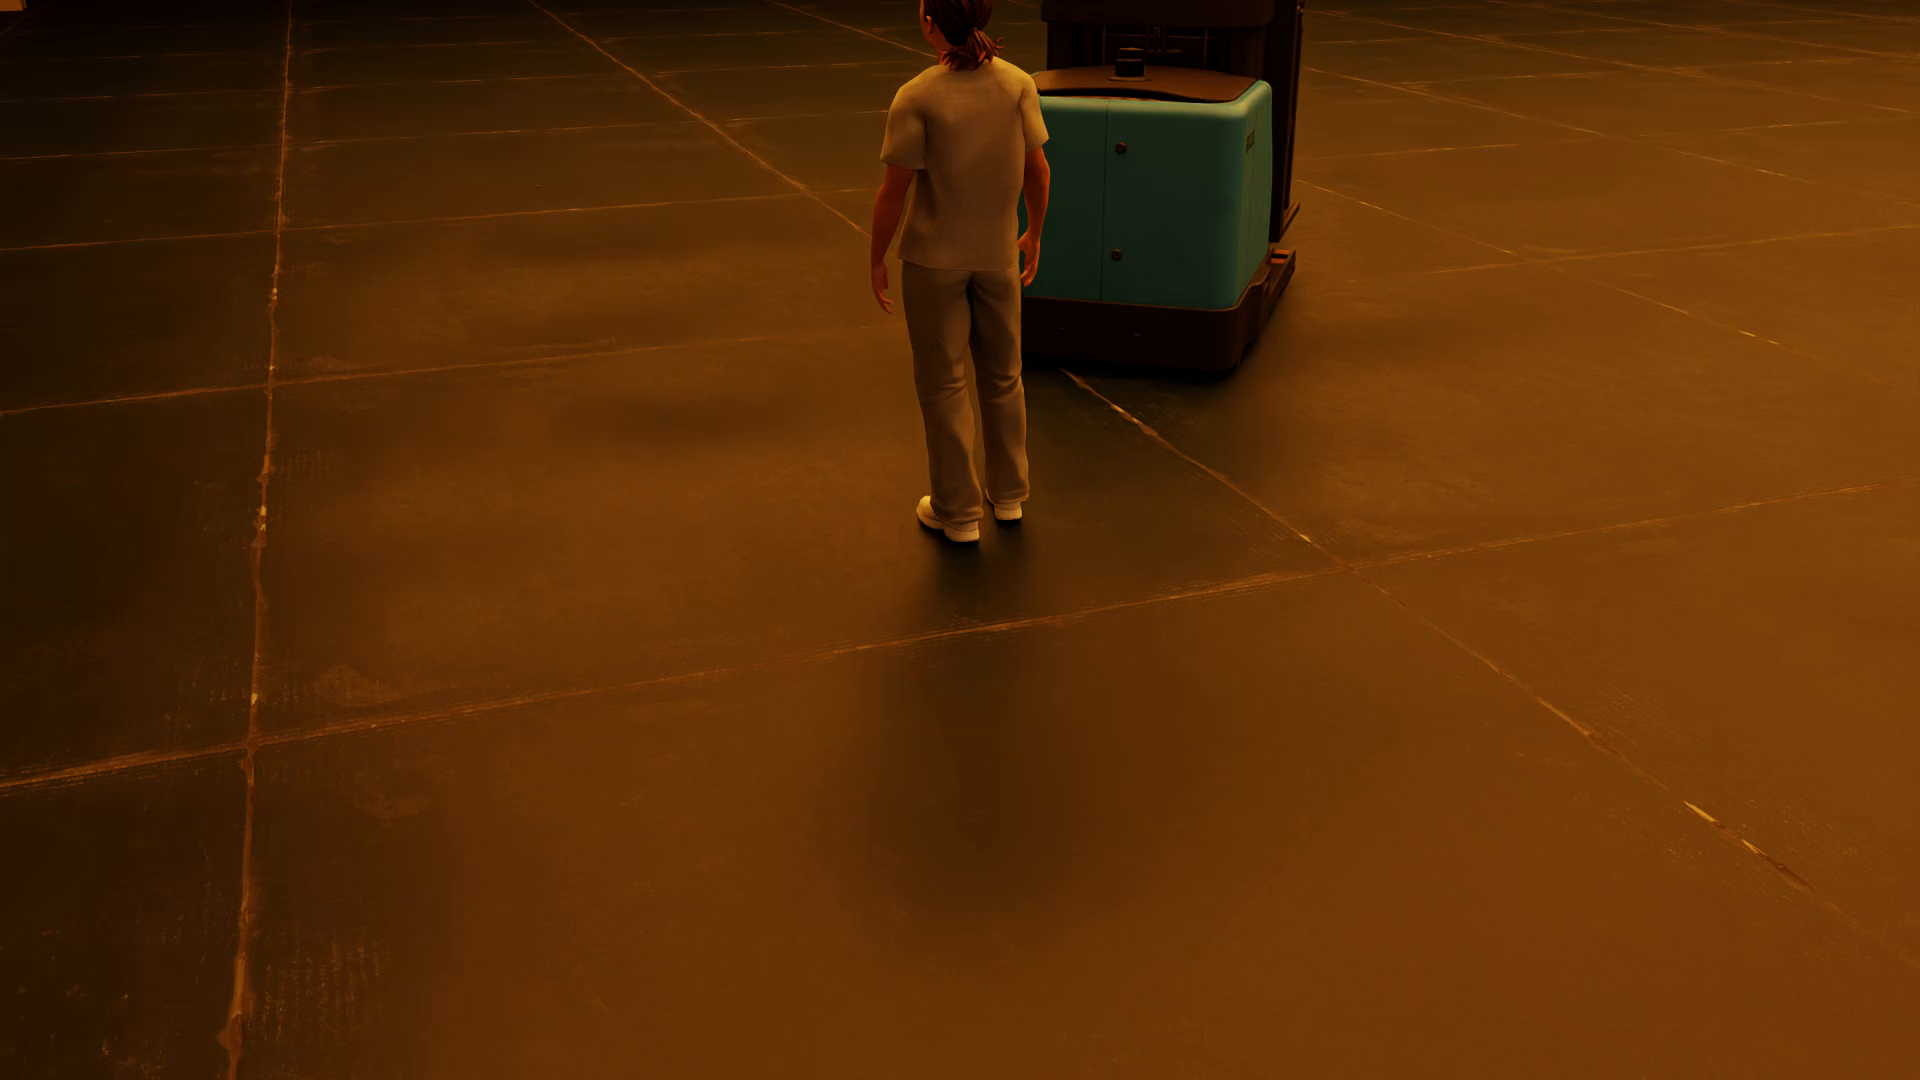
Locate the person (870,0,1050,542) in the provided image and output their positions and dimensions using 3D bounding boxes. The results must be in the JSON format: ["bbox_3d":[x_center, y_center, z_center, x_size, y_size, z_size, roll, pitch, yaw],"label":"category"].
[{"bbox_3d":[-0.012,-0.808,4.820,0.549,1.673,0.548,-8,24,-18],"label":"person"}]

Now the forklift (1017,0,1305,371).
[{"bbox_3d":[0.993,-2.552,7.368,1.130,2.935,3.031,7,24,16],"label":"forklift"}]
